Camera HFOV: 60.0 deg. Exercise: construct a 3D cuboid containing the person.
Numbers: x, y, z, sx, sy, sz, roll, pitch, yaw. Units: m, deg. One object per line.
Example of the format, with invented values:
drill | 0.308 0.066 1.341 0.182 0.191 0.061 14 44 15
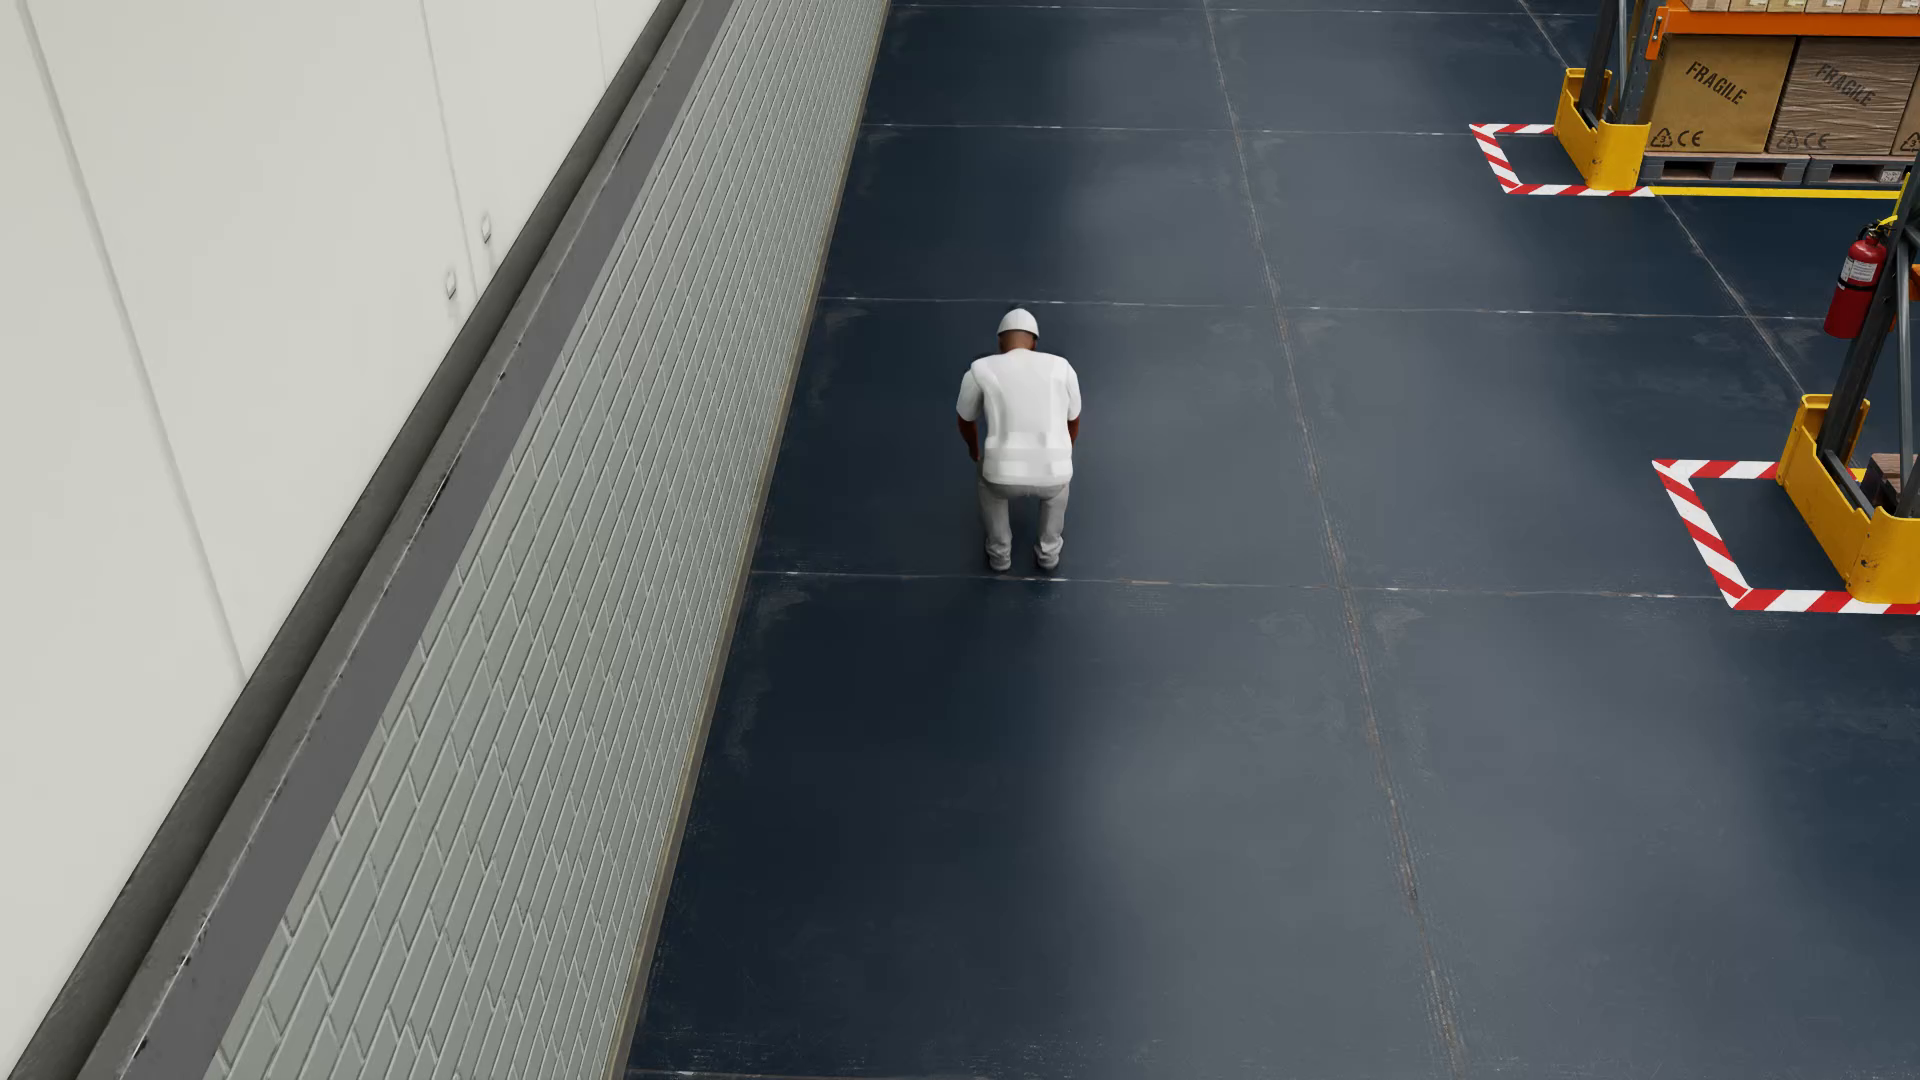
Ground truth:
person | 0.286 -0.456 8.221 0.620 1.207 0.839 1 35 2
